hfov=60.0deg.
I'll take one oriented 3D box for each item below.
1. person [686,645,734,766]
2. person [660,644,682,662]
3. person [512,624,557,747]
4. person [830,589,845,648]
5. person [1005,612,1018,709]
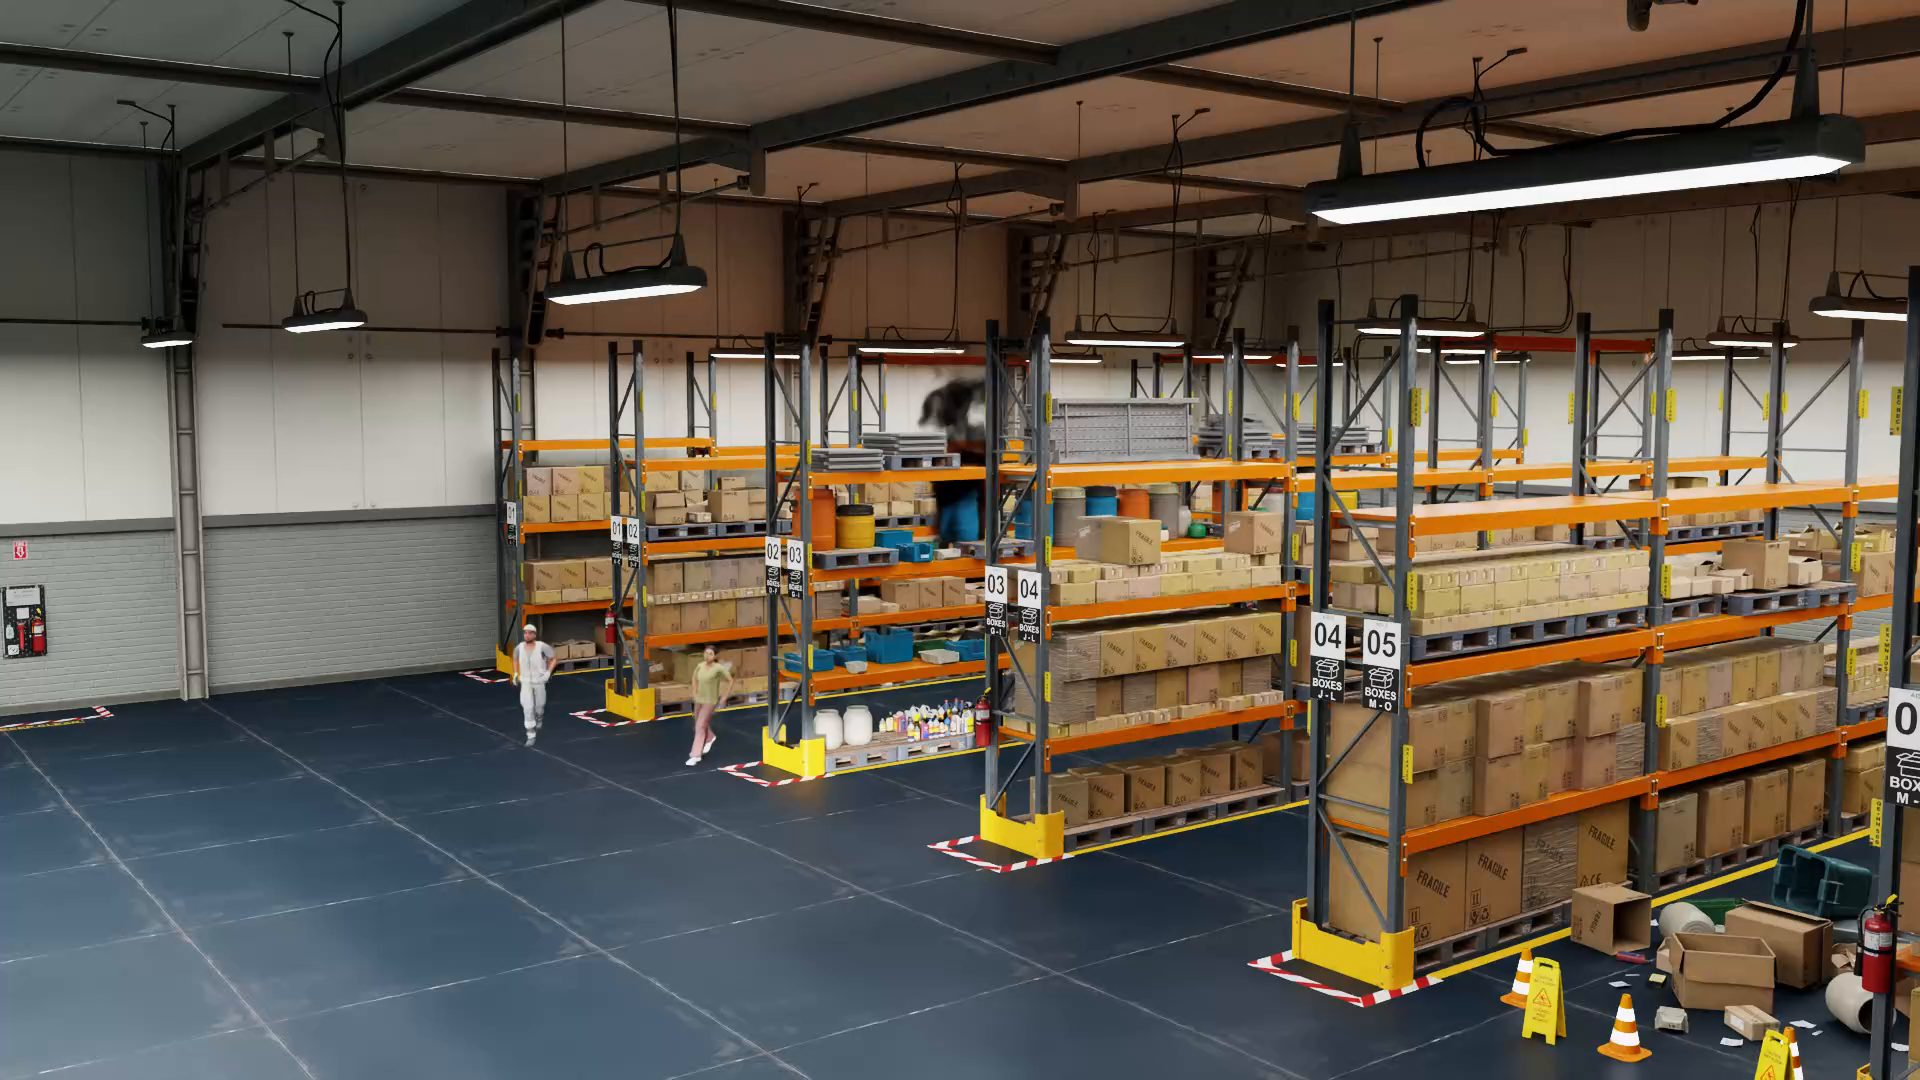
[{"bbox_3d":[-3.505,2.291,23.389,0.628,1.662,0.849,2,5,23],"label":"person"},{"bbox_3d":[-5.019,1.715,28.962,0.994,1.762,0.691,-5,7,-43],"label":"person"},{"bbox_3d":[-6.304,2.119,24.664,0.665,1.785,0.790,0,5,-2],"label":"person"},{"bbox_3d":[-2.261,1.655,31.138,0.759,1.584,0.547,-4,7,-40],"label":"person"},{"bbox_3d":[0.935,1.875,27.561,0.777,1.836,0.643,-3,6,-34],"label":"person"}]
